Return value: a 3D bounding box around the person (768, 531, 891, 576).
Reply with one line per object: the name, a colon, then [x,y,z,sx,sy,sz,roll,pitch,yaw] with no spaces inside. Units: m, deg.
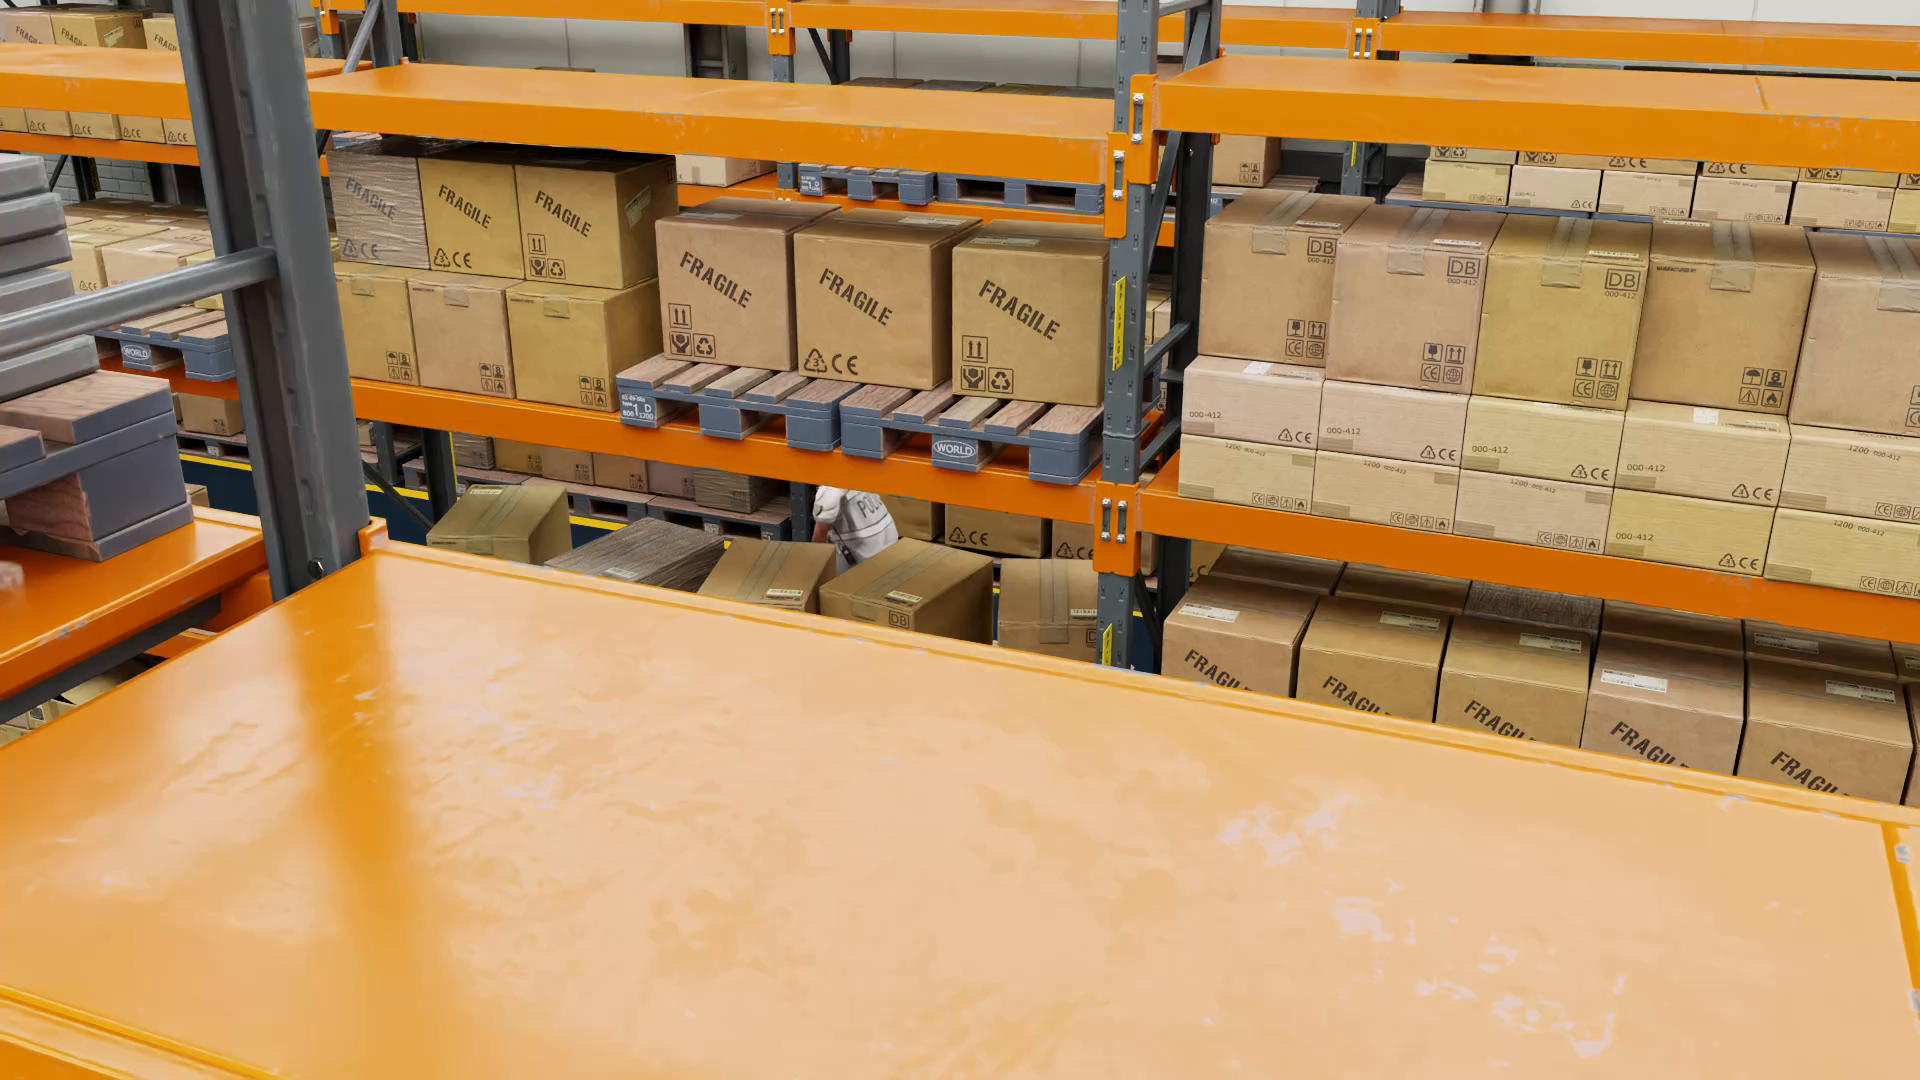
person: [-0.893,0.362,11.224,1.031,0.889,0.542,8,23,18]
